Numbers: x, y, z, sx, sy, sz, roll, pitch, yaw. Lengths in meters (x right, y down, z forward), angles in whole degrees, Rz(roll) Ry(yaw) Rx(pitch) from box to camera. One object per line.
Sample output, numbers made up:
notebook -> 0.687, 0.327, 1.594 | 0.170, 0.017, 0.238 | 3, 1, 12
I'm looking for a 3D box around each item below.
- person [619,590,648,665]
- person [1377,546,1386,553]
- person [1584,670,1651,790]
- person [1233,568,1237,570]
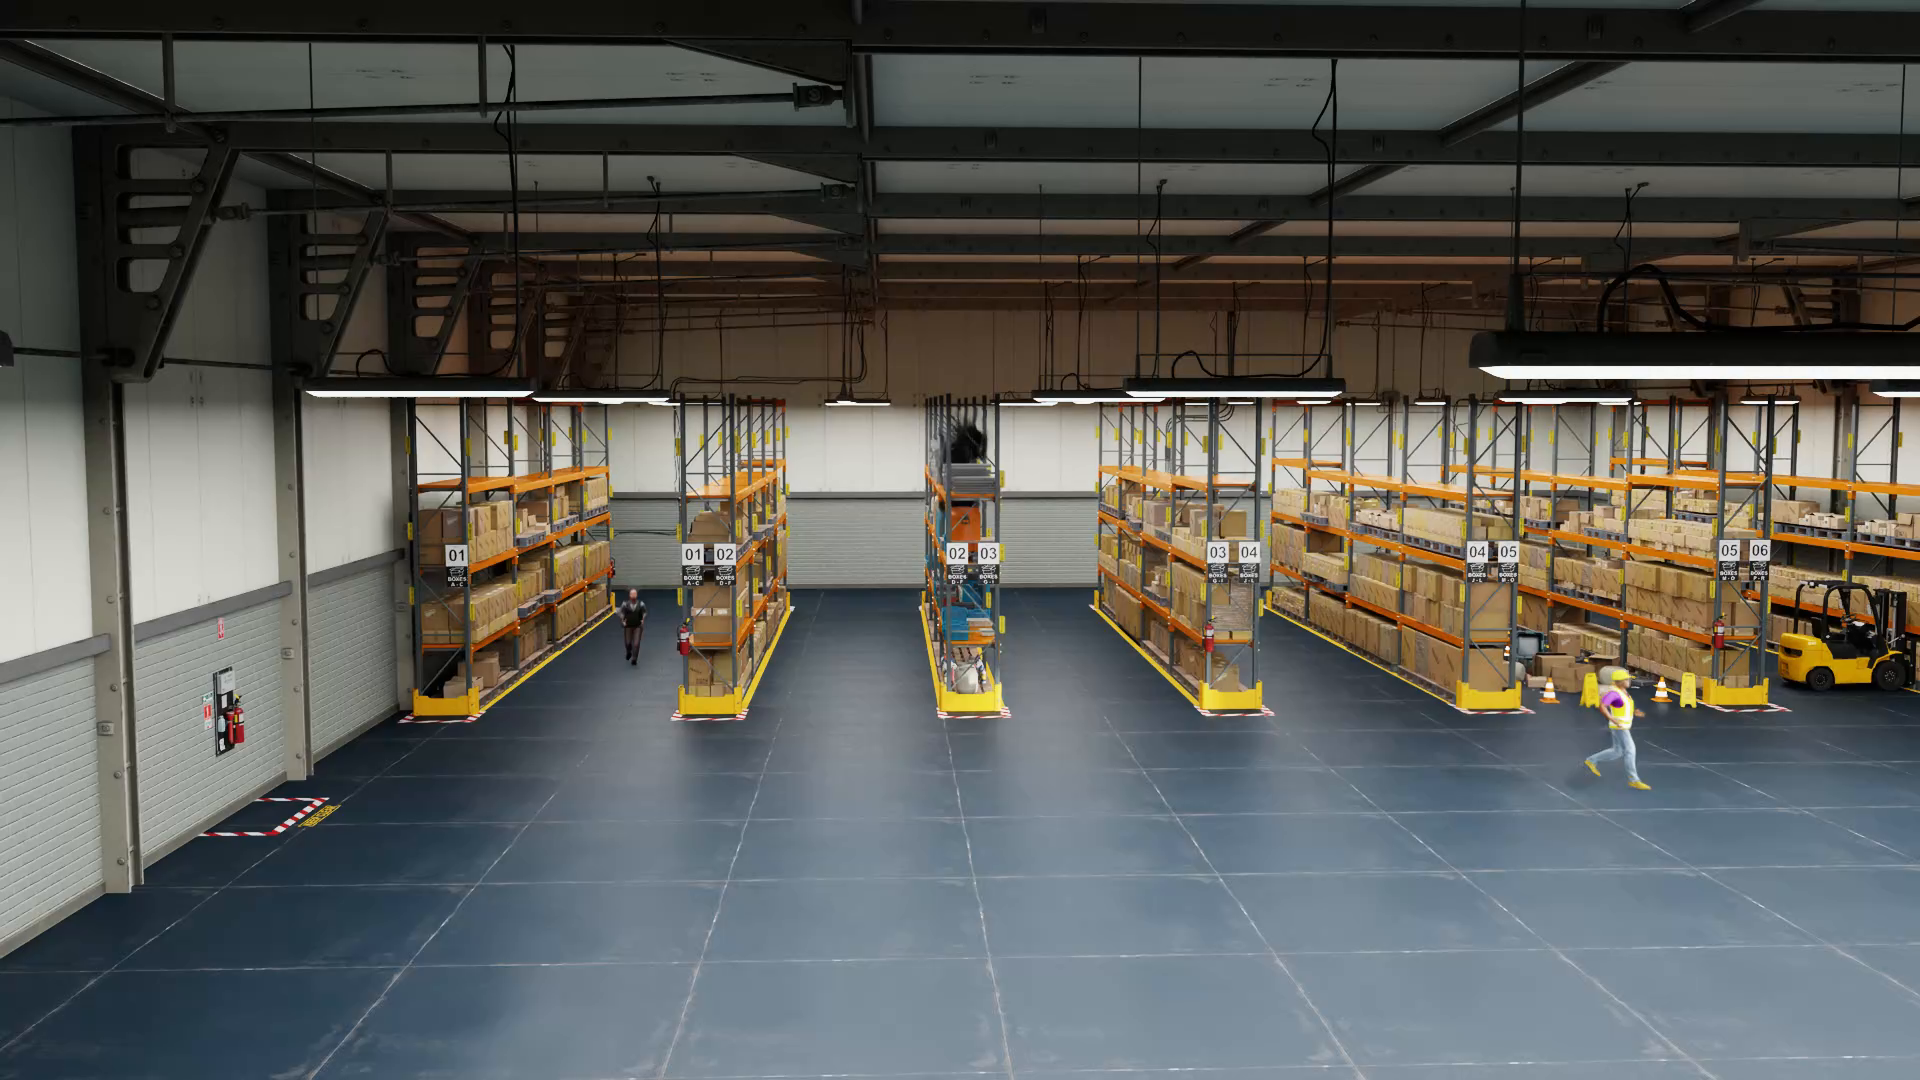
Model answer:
person -> -7.297, 1.947, 37.166 | 0.643, 1.676, 0.577 | -1, 5, -12
person -> 12.514, 0.925, 49.366 | 0.846, 1.749, 0.679 | 1, 5, 8
person -> 9.975, 2.852, 25.191 | 0.968, 1.770, 0.700 | 3, 5, 29
person -> 7.619, 1.162, 47.486 | 0.609, 1.608, 0.889 | 3, 5, 35
